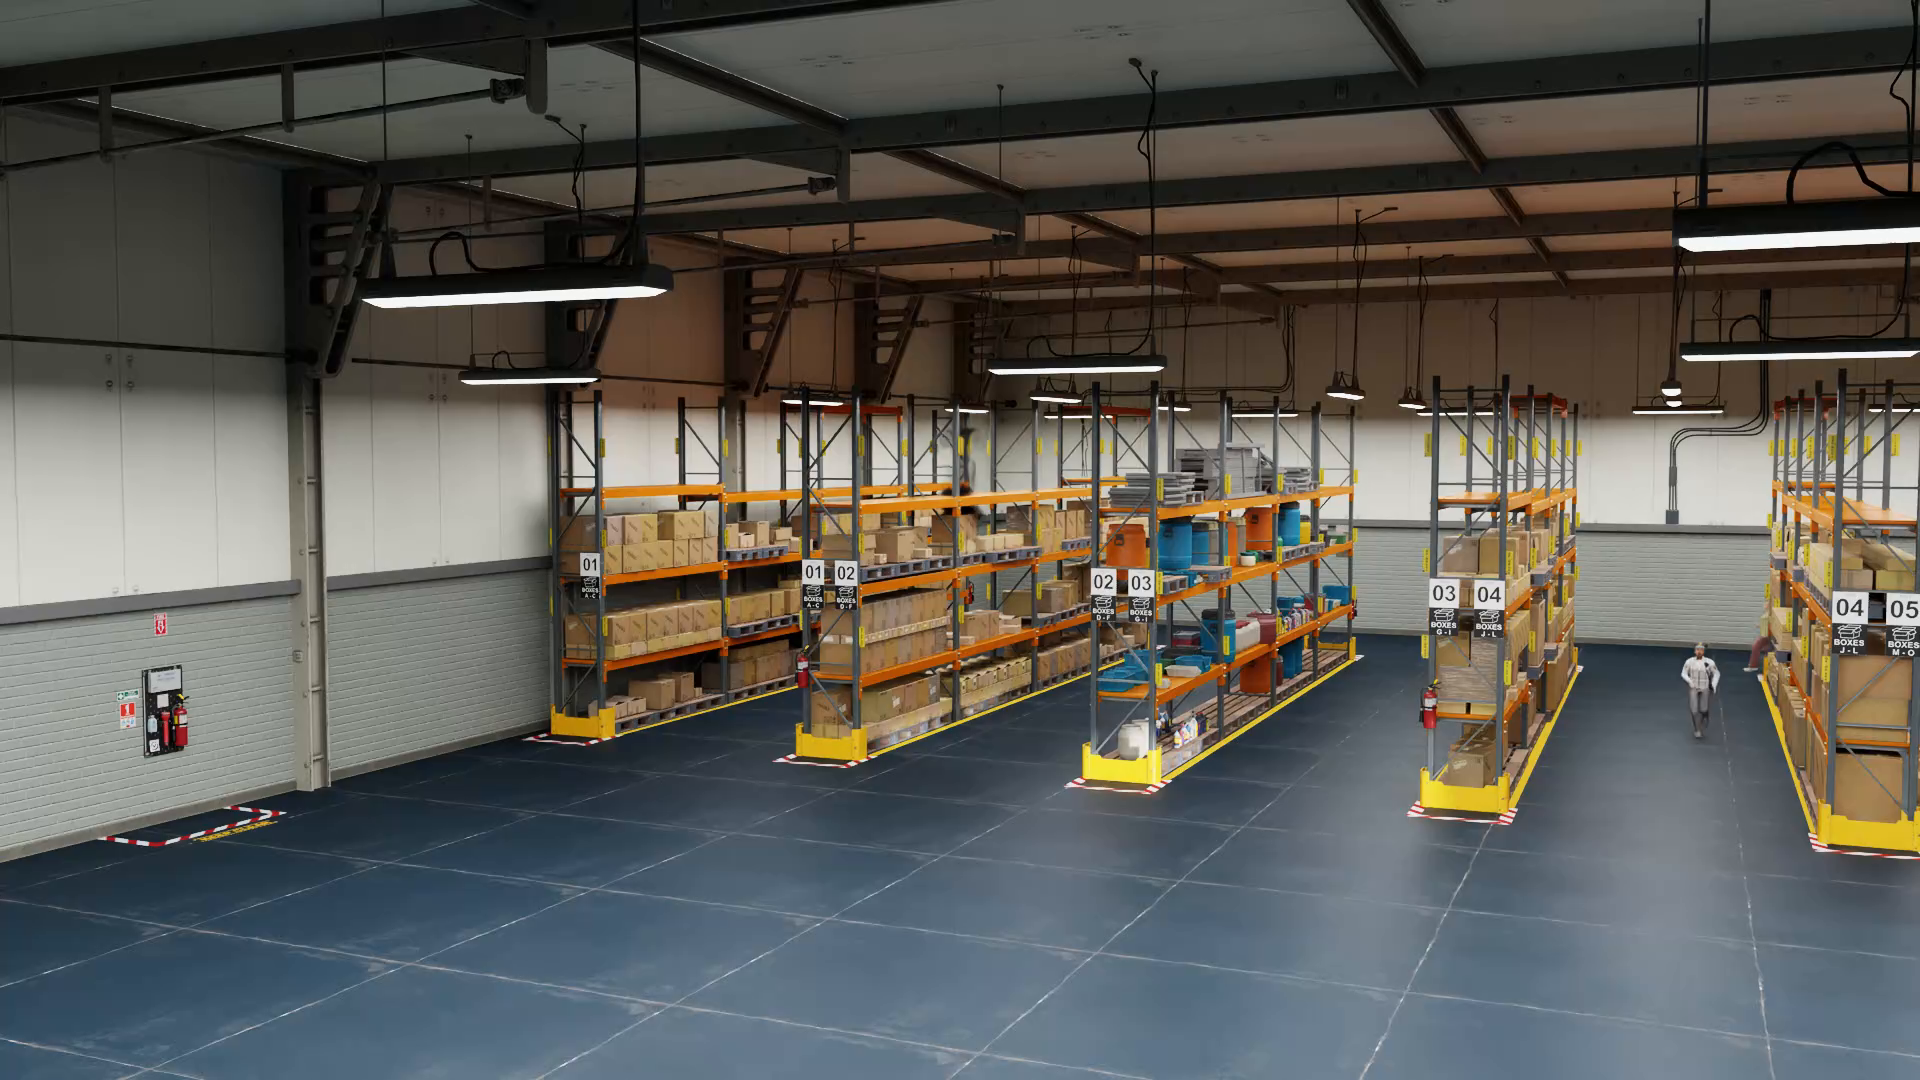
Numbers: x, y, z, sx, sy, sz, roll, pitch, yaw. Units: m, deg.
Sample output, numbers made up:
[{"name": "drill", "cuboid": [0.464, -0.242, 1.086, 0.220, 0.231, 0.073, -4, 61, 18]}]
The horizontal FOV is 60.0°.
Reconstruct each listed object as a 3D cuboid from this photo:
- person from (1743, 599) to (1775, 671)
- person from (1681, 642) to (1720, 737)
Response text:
[{"name": "person", "cuboid": [17.875, 2.131, 36.922, 0.880, 1.651, 0.627, 2, 4, 31]}, {"name": "person", "cuboid": [12.839, 2.588, 28.863, 0.612, 1.658, 0.548, 2, 4, 28]}]
